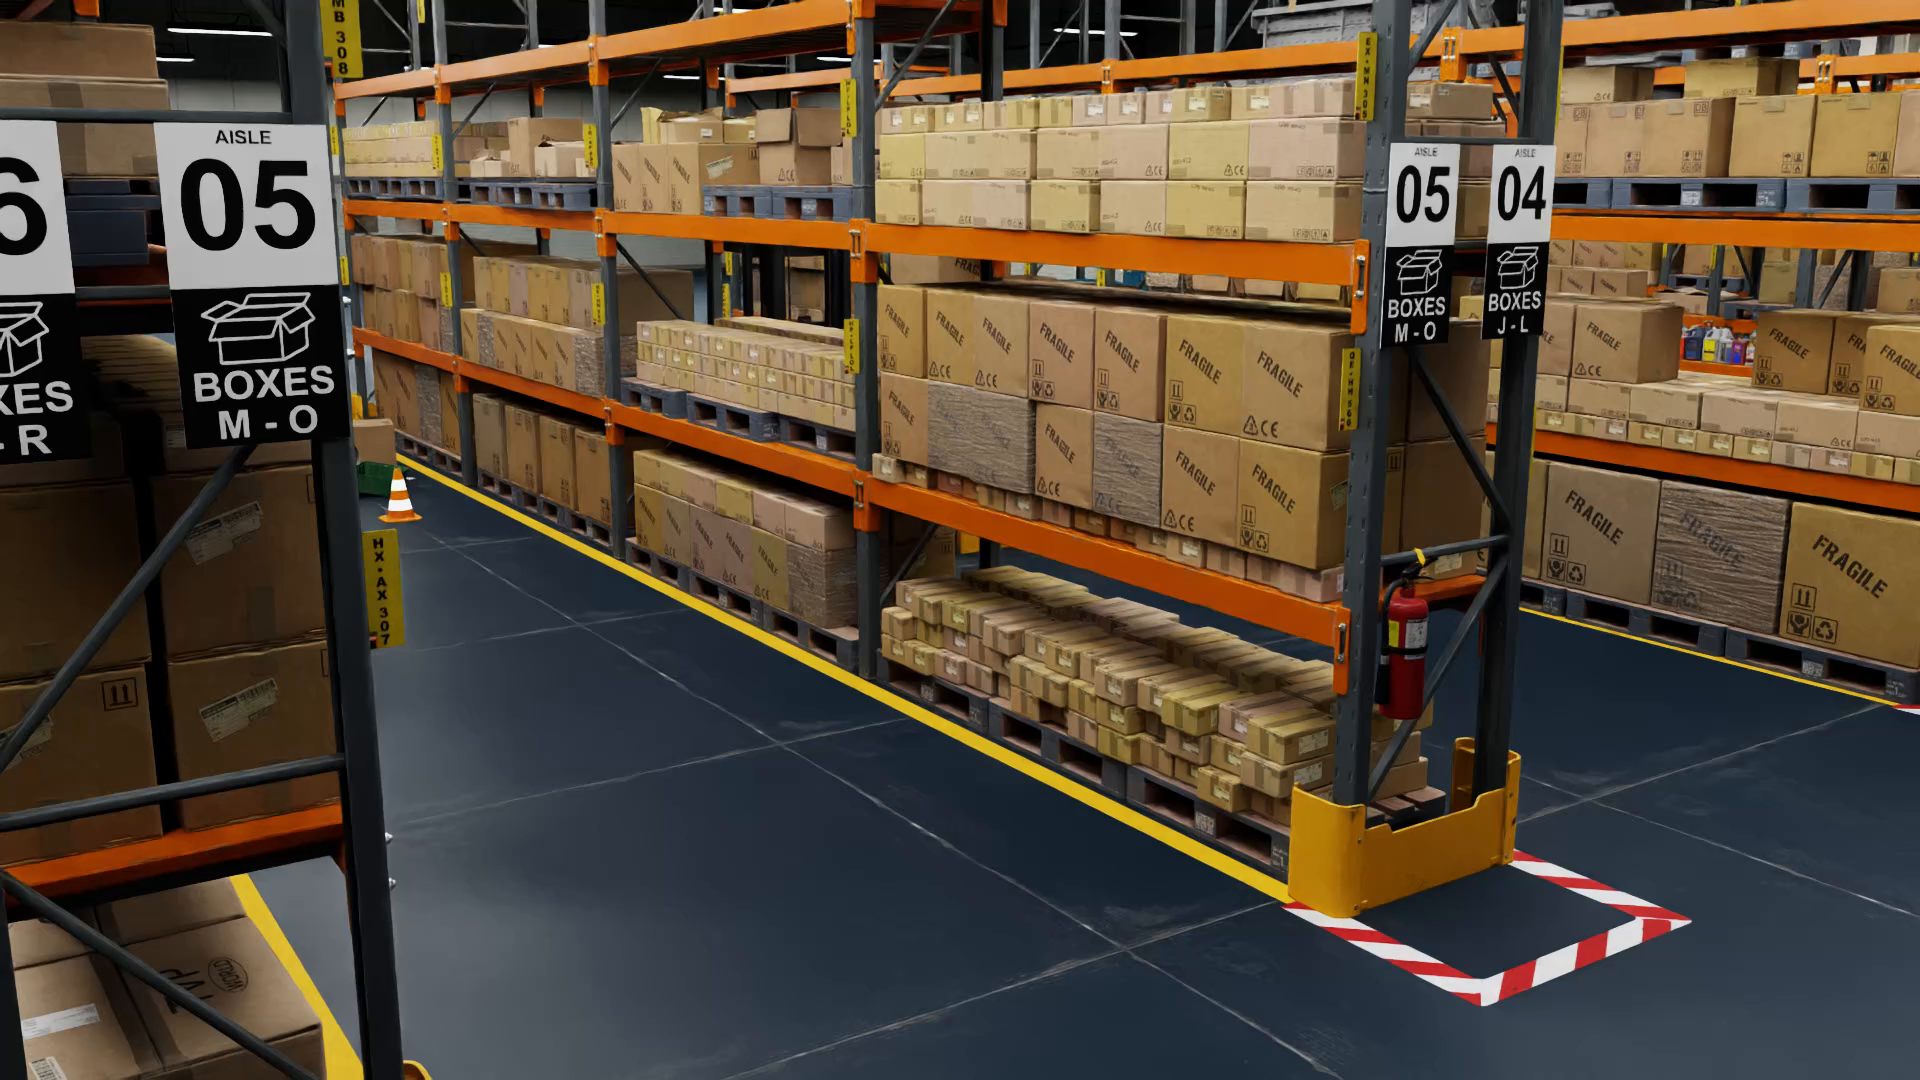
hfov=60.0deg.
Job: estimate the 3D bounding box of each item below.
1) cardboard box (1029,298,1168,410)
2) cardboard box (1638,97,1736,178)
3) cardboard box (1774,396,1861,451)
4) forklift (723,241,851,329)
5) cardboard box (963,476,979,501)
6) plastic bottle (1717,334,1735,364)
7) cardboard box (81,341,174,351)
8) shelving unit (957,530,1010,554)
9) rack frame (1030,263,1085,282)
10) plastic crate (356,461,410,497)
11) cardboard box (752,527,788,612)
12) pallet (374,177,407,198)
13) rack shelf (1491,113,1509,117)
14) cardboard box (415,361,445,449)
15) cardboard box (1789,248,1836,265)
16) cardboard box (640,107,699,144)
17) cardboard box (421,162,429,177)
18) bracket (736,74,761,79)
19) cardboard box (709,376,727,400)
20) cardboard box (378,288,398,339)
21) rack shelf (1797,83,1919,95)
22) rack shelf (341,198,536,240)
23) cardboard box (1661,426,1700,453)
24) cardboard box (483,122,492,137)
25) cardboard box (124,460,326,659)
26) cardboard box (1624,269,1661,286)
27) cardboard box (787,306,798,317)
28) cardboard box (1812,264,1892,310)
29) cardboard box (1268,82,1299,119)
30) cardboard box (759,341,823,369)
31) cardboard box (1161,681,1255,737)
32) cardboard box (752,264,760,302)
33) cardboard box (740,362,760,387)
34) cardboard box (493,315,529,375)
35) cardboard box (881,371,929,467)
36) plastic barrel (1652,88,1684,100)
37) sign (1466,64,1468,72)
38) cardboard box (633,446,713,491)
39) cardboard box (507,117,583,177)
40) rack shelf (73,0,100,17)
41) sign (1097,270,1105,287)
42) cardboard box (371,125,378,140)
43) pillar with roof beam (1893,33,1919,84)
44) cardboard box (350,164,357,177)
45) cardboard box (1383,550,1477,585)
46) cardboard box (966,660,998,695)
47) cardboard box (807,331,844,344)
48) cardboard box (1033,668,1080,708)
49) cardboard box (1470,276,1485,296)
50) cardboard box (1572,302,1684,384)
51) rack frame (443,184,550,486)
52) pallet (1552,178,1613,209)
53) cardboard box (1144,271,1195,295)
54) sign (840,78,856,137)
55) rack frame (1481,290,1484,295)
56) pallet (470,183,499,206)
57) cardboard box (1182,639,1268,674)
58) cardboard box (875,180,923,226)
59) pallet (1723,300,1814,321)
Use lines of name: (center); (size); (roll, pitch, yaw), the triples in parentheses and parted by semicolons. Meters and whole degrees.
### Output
cardboard box: (0.699, -0.953, 8.429); (0.500, 0.500, 0.500); (-9, 15, -35)
cardboard box: (4.949, -2.654, 11.005); (0.700, 0.500, 0.500); (-7, 14, -30)
cardboard box: (5.446, -0.730, 10.332); (0.500, 0.250, 0.500); (-8, 15, -34)
forklift: (-1.798, -2.108, 17.141); (1.130, 2.935, 3.031); (-7, 14, -29)
cardboard box: (0.242, -0.316, 9.372); (0.380, 0.149, 0.250); (-9, 15, -35)
plastic bottle: (7.433, -1.846, 16.074); (0.152, 0.276, 0.135); (-8, 15, -33)
cardboard box: (-3.159, -0.653, 6.235); (0.380, 0.149, 0.250); (-8, 15, -34)
shelving unit: (-0.042, -0.746, 14.264); (0.587, 1.500, 1.083); (-8, 15, -33)
rack frame: (1.475, -3.944, 25.378); (1.000, 3.000, 0.127); (-8, 15, -33)
plastic crate: (-5.804, -0.608, 16.568); (0.450, 0.188, 0.662); (9, 12, -6)
cardboard box: (-1.089, 0.168, 11.440); (0.500, 0.500, 0.500); (-9, 15, -34)
pallet: (-5.734, -3.863, 18.192); (1.003, 0.211, 1.213); (-8, 15, -33)
rack shelf: (6.708, -6.558, 25.908); (1.077, 0.370, 4.000); (-8, 15, -33)
cardboard box: (-5.410, -1.525, 18.304); (0.875, 0.875, 0.875); (-8, 15, -32)
cardboard box: (13.177, -4.259, 25.554); (0.700, 0.500, 0.500); (-8, 15, -33)
cardboard box: (-2.121, -3.058, 12.278); (0.396, 0.266, 0.258); (-8, 15, -33)
cardboard box: (-5.225, -3.746, 16.820); (0.380, 0.149, 0.250); (-8, 15, -32)
bracket: (-7.303, -15.468, 55.604); (0.076, 0.066, 3.189); (-8, 15, -33)
cardboard box: (-1.585, -1.110, 12.020); (0.380, 0.149, 0.250); (-8, 15, -32)
cardboard box: (-6.062, -2.592, 18.842); (0.875, 0.550, 0.550); (-8, 15, -33)
rack shelf: (11.141, -5.135, 19.402); (1.077, 0.370, 4.000); (-8, 15, -33)
rack shelf: (-5.726, -3.547, 18.224); (1.077, 0.370, 4.000); (-8, 15, -33)
cardboard box: (4.898, -0.686, 11.066); (0.380, 0.149, 0.250); (-8, 15, -32)
cardboard box: (-4.679, -4.214, 17.094); (0.380, 0.149, 0.250); (-8, 15, -33)
cardboard box: (-2.062, 0.004, 4.748); (0.500, 0.500, 0.500); (-8, 15, -34)
cardboard box: (11.424, -4.391, 27.722); (0.500, 0.250, 0.500); (-8, 15, -33)
cardboard box: (-1.991, -2.935, 21.350); (0.380, 0.149, 0.250); (-8, 15, -33)
cardboard box: (10.823, -3.077, 20.196); (0.700, 0.500, 0.500); (-5, 13, -22)
cardboard box: (1.529, -1.852, 7.035); (0.380, 0.149, 0.250); (-8, 15, -32)
cardboard box: (-1.140, -1.261, 11.319); (0.380, 0.149, 0.250); (-9, 15, -35)
cardboard box: (1.186, 0.807, 7.949); (0.380, 0.149, 0.250); (-8, 15, -34)
cardboard box: (-2.367, -3.451, 22.192); (0.875, 0.500, 0.500); (-8, 15, -33)
cardboard box: (-1.303, -1.164, 11.572); (0.380, 0.149, 0.250); (-8, 15, -33)
cardboard box: (-3.995, -1.822, 15.439); (0.500, 0.500, 0.500); (-8, 15, -33)
cardboard box: (-0.120, -0.731, 9.753); (0.500, 0.500, 0.500); (-8, 15, -34)
plastic barrel: (7.050, -4.011, 16.505); (0.600, 0.901, 0.708); (-8, 15, -33)
sign: (5.453, -5.228, 17.961); (0.100, 0.325, 0.005); (-8, 15, -33)
cardboard box: (-2.221, -0.565, 13.038); (0.500, 0.250, 0.500); (-9, 15, -35)
cardboard box: (-3.597, -3.410, 14.464); (0.500, 0.500, 0.500); (-8, 15, -33)
rack shelf: (-3.142, -2.079, 5.426); (1.077, 0.370, 4.000); (-8, 15, -33)
sign: (1.337, -2.396, 15.774); (0.100, 0.325, 0.005); (-8, 15, -33)
cardboard box: (-6.210, -4.452, 18.182); (0.380, 0.149, 0.250); (-8, 15, -33)
pillar with roof beam: (10.571, -6.449, 22.788); (9.100, 9.000, 0.400); (-8, 15, -33)
cardboard box: (-6.769, -4.242, 19.086); (0.380, 0.149, 0.250); (-8, 15, -32)
cardboard box: (2.125, 0.083, 7.550); (0.380, 0.149, 0.250); (-8, 15, -33)
cardboard box: (0.260, 0.760, 9.555); (0.380, 0.149, 0.250); (-8, 15, -34)
cardboard box: (-0.890, -1.430, 12.091); (0.380, 0.149, 0.250); (-8, 14, -31)
cardboard box: (0.612, 0.762, 8.848); (0.380, 0.149, 0.250); (-8, 15, -32)
cardboard box: (7.566, -3.946, 25.149); (0.700, 0.500, 0.500); (-9, 15, -34)
cardboard box: (4.611, -1.366, 11.488); (0.500, 0.500, 0.500); (-9, 15, -35)
rack frame: (-4.617, -2.078, 16.841); (1.000, 3.000, 0.127); (-8, 15, -33)
pallet: (4.445, -2.499, 11.955); (1.003, 0.211, 1.213); (-8, 15, -33)
cardboard box: (2.175, -2.342, 15.469); (0.797, 0.503, 0.637); (-8, 14, -31)
sign: (-0.645, -2.499, 9.614); (0.100, 0.325, 0.005); (-8, 15, -33)
rack frame: (4.000, -1.224, 12.938); (1.000, 3.000, 0.127); (-8, 15, -33)
pallet: (-4.068, -3.292, 15.822); (0.805, 0.209, 1.217); (-9, 15, -35)
cardboard box: (1.386, 0.641, 8.709); (0.380, 0.149, 0.250); (-7, 14, -31)
cardboard box: (-0.148, -1.933, 9.511); (0.500, 0.250, 0.500); (-7, 14, -30)
pallet: (10.467, -2.901, 21.057); (1.213, 0.211, 1.003); (-8, 15, -33)
